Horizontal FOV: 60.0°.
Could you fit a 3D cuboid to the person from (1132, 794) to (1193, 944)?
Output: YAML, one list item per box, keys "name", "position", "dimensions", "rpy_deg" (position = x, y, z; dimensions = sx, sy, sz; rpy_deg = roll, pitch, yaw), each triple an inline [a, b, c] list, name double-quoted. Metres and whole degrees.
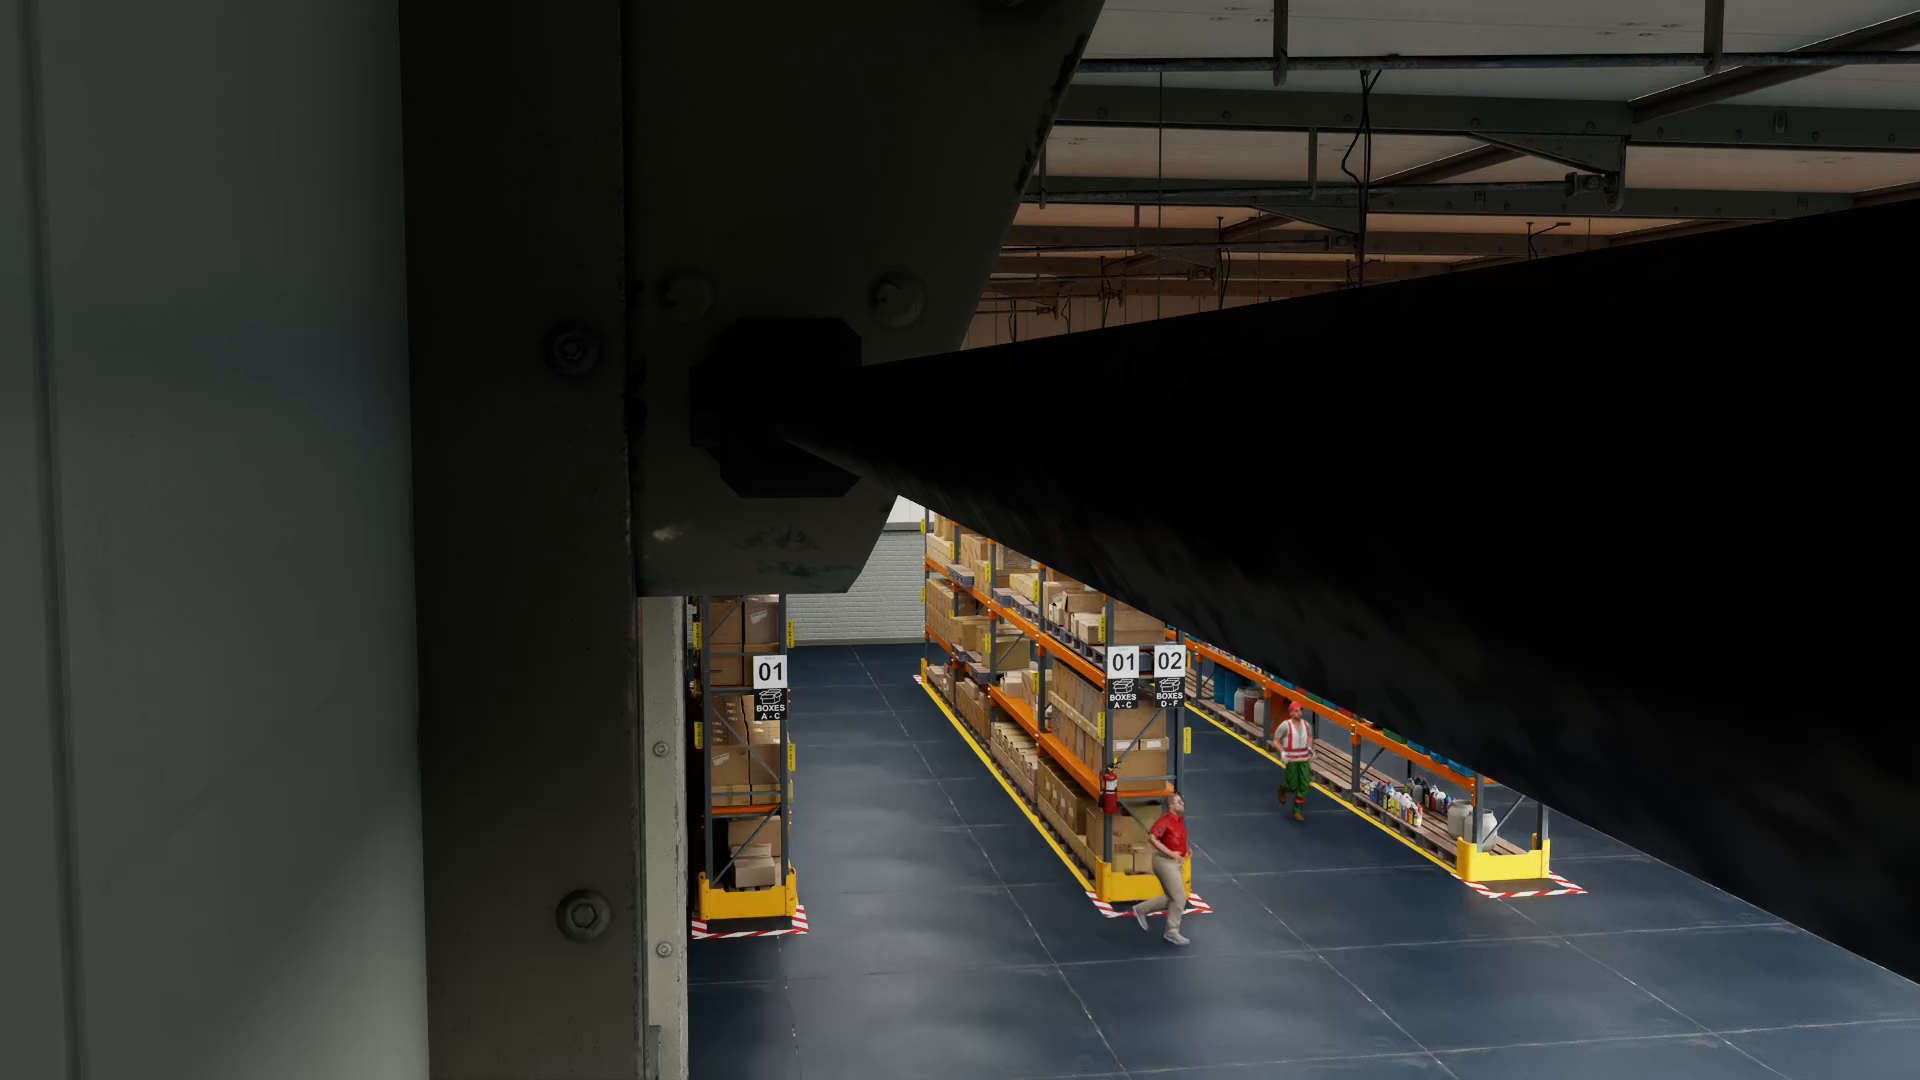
- name: "person"
  position: [2.404, 3.803, 19.436]
  dimensions: [0.750, 1.695, 0.705]
  rpy_deg: [3, 6, 27]

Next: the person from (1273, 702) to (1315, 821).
- name: "person"
  position: [5.004, 3.278, 24.859]
  dimensions: [0.656, 1.749, 0.704]
  rpy_deg: [-1, 5, -15]
